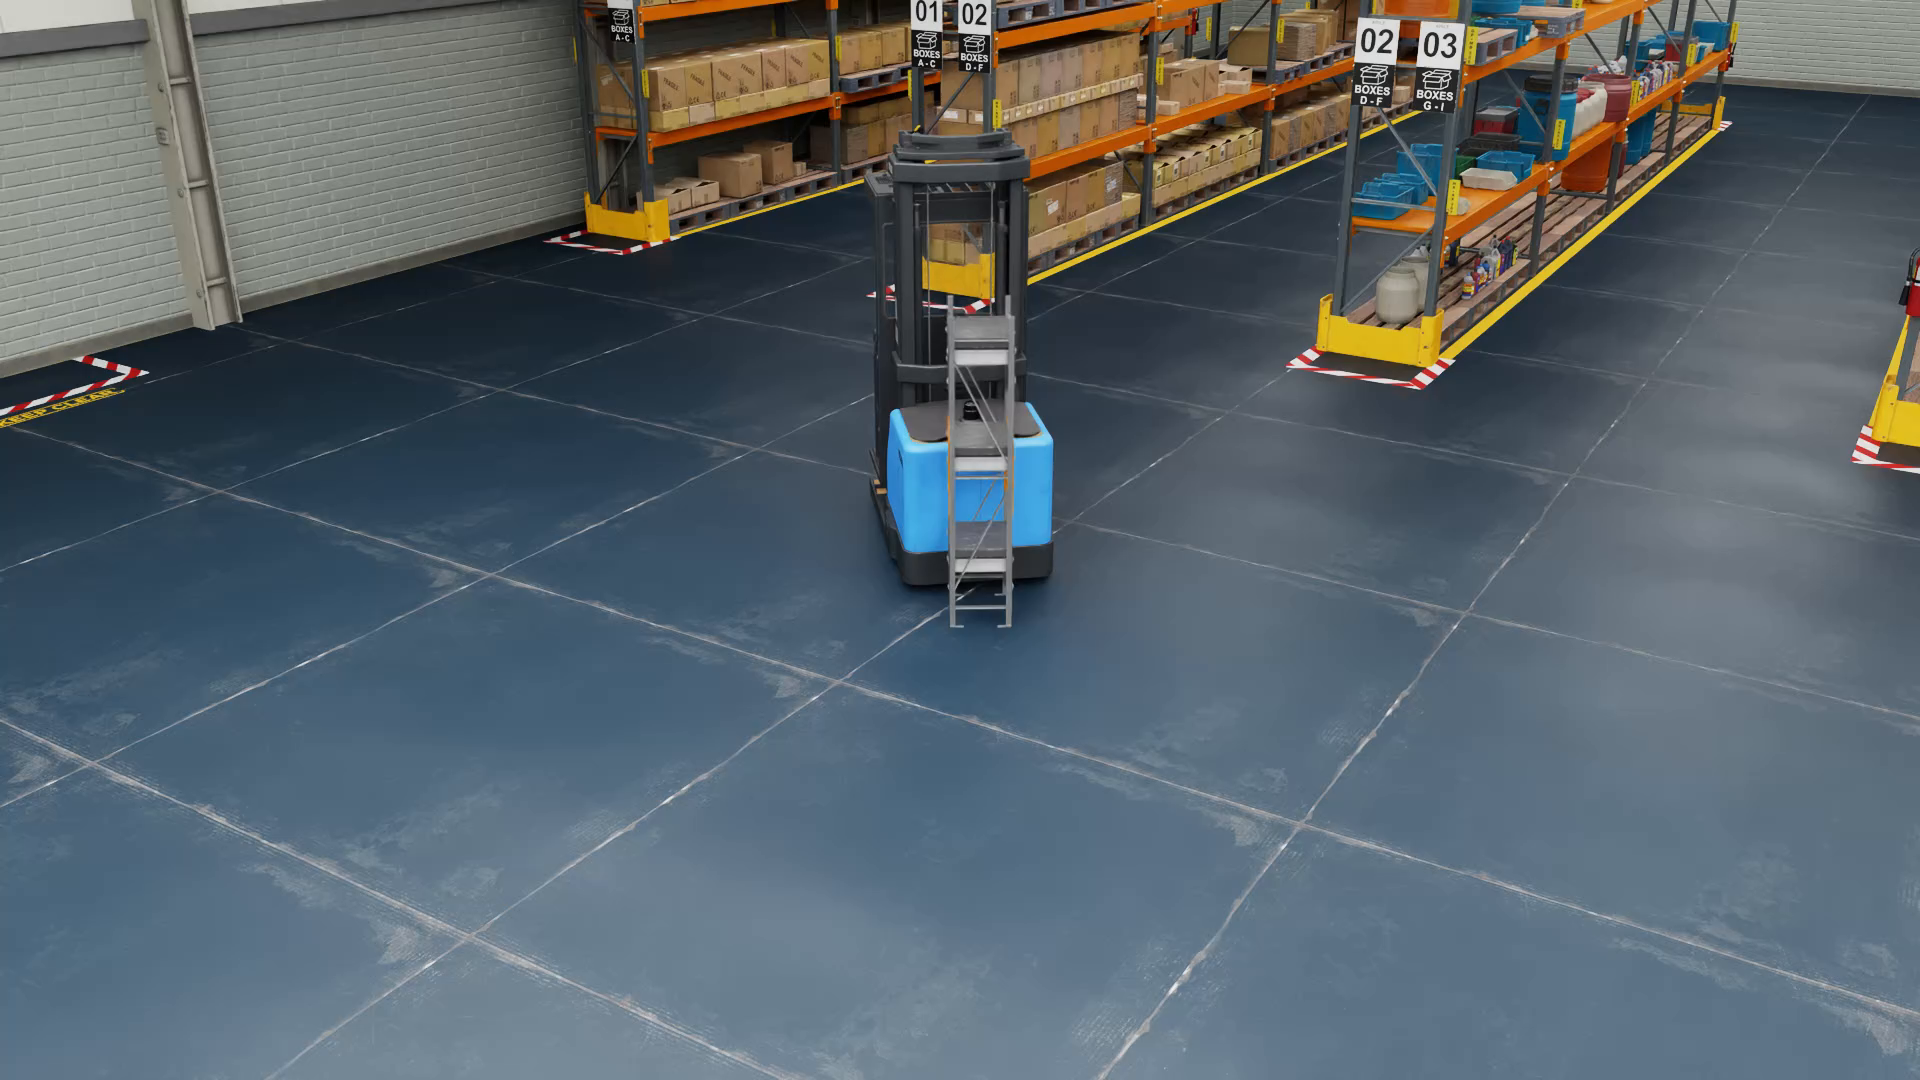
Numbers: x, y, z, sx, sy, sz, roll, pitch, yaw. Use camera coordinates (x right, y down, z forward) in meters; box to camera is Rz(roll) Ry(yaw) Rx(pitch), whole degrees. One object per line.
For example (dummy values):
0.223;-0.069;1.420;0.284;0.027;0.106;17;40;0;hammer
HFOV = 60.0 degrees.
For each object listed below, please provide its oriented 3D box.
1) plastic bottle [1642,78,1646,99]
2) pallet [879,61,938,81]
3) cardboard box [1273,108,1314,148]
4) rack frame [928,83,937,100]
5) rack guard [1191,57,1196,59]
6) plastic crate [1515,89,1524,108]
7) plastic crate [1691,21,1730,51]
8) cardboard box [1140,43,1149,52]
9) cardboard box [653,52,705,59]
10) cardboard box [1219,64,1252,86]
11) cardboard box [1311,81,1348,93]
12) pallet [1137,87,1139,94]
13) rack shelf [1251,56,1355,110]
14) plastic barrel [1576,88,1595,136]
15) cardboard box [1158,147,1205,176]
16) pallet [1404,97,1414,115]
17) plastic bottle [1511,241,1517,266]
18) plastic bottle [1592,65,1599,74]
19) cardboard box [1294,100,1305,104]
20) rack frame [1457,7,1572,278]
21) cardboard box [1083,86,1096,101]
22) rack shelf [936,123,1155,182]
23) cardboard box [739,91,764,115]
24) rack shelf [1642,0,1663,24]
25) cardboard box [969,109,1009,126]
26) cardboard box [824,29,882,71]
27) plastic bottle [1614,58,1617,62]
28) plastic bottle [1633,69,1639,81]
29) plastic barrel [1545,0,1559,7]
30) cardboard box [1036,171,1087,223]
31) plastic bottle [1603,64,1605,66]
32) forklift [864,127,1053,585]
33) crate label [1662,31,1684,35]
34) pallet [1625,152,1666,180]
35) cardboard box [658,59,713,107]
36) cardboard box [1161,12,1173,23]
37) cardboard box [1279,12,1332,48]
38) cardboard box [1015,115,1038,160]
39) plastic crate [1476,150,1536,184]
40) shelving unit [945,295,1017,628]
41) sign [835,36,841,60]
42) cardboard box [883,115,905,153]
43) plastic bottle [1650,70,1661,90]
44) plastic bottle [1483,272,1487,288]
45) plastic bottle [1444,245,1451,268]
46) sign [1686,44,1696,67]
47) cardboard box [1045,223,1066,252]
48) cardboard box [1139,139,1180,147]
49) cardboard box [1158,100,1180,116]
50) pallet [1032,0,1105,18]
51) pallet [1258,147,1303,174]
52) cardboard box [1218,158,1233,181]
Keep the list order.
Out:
9.505;-6.290;23.151;0.061;0.283;0.133;14;27;29;plastic bottle
-1.073;-7.196;25.339;1.003;0.211;1.213;14;27;29;pallet
5.170;-6.419;25.894;0.500;0.500;0.500;13;27;28;cardboard box
-0.063;-7.961;26.864;1.000;3.000;0.127;14;27;29;rack frame
4.169;-9.522;33.616;1.175;0.500;0.348;14;27;29;rack guard
7.241;-5.433;20.943;0.402;0.464;0.583;14;27;29;plastic crate
12.555;-8.476;27.935;0.616;0.435;0.499;14;27;29;plastic crate
3.502;-9.660;32.590;0.380;0.149;0.250;14;27;29;cardboard box
-3.672;-6.092;21.767;0.500;0.500;0.500;13;27;28;cardboard box
3.918;-6.769;24.224;0.500;0.311;0.500;16;28;32;cardboard box
6.317;-7.581;28.578;0.500;0.500;0.500;14;27;29;cardboard box
3.157;-8.685;32.046;1.003;0.211;1.213;14;27;29;pallet
5.202;-7.269;26.171;1.077;0.370;4.000;14;27;29;rack shelf
7.550;-5.268;20.471;0.433;0.535;0.433;0;23;0;plastic barrel
3.007;-5.192;22.695;0.500;0.311;0.500;13;27;27;cardboard box
7.907;-8.049;30.578;1.003;0.211;1.213;14;27;29;pallet
6.270;-3.259;18.867;0.061;0.283;0.133;15;28;32;plastic bottle
9.095;-6.626;23.843;0.144;0.351;0.185;14;27;29;plastic bottle
5.253;-6.867;26.930;0.500;0.500;0.500;14;27;30;cardboard box
6.243;-4.535;18.949;1.000;3.000;0.127;14;27;29;rack frame
1.405;-5.353;19.896;0.380;0.149;0.250;15;27;30;cardboard box
0.982;-4.569;19.934;1.077;0.370;4.000;14;27;29;rack shelf
-2.952;-5.818;22.078;0.500;0.250;0.500;14;27;29;cardboard box
9.408;-7.606;23.174;1.077;0.370;4.000;14;27;29;rack shelf
0.317;-4.655;18.284;0.380;0.149;0.250;14;27;29;cardboard box
-1.575;-7.210;24.450;0.700;0.500;0.500;17;29;34;cardboard box
9.837;-7.102;25.026;0.061;0.283;0.133;14;27;29;plastic bottle
9.475;-6.448;23.431;0.144;0.351;0.185;14;27;29;plastic bottle
6.672;-6.579;19.265;0.600;0.901;0.600;0;23;0;plastic barrel
1.193;-4.139;20.024;0.500;0.500;0.500;14;27;29;cardboard box
9.439;-6.847;24.438;0.061;0.283;0.133;14;27;29;plastic bottle
-0.099;-1.590;12.234;1.130;2.935;3.031;-4;24;-8;forklift
12.163;-8.521;28.293;0.416;0.233;0.303;14;27;29;crate label
10.021;-5.703;25.159;1.003;0.211;1.213;14;27;29;pallet
-3.507;-5.808;21.111;0.500;0.500;0.500;14;27;29;cardboard box
3.522;-10.376;32.066;0.980;0.700;0.700;14;27;29;cardboard box
5.508;-8.154;26.656;0.700;0.500;0.500;19;30;37;cardboard box
0.457;-4.603;18.981;0.700;0.500;0.500;15;27;30;cardboard box
5.890;-4.036;17.985;0.499;0.251;0.616;14;27;29;plastic crate
0.129;-0.488;10.731;0.431;2.100;0.503;-1;23;-1;shelving unit
-1.708;-6.897;23.316;0.100;0.325;0.005;14;27;29;sign
-1.266;-6.266;25.542;0.700;0.500;0.500;14;27;30;cardboard box
10.000;-6.638;23.964;0.152;0.276;0.135;14;27;29;plastic bottle
5.640;-2.832;17.984;0.097;0.201;0.097;0;23;0;plastic bottle
5.491;-3.225;18.804;0.097;0.271;0.097;0;23;0;plastic bottle
10.930;-7.246;24.864;0.100;0.325;0.005;14;27;29;sign
0.924;-3.627;19.786;0.500;0.250;0.500;14;27;29;cardboard box
2.810;-5.473;23.343;0.500;0.311;0.500;13;27;28;cardboard box
2.678;-5.715;21.992;0.380;0.149;0.250;14;27;29;cardboard box
0.965;-6.206;19.147;1.003;0.211;1.213;14;27;29;pallet
4.573;-5.888;25.586;1.003;0.211;1.213;14;27;29;pallet
3.540;-5.282;23.609;0.500;0.250;0.500;15;27;30;cardboard box
